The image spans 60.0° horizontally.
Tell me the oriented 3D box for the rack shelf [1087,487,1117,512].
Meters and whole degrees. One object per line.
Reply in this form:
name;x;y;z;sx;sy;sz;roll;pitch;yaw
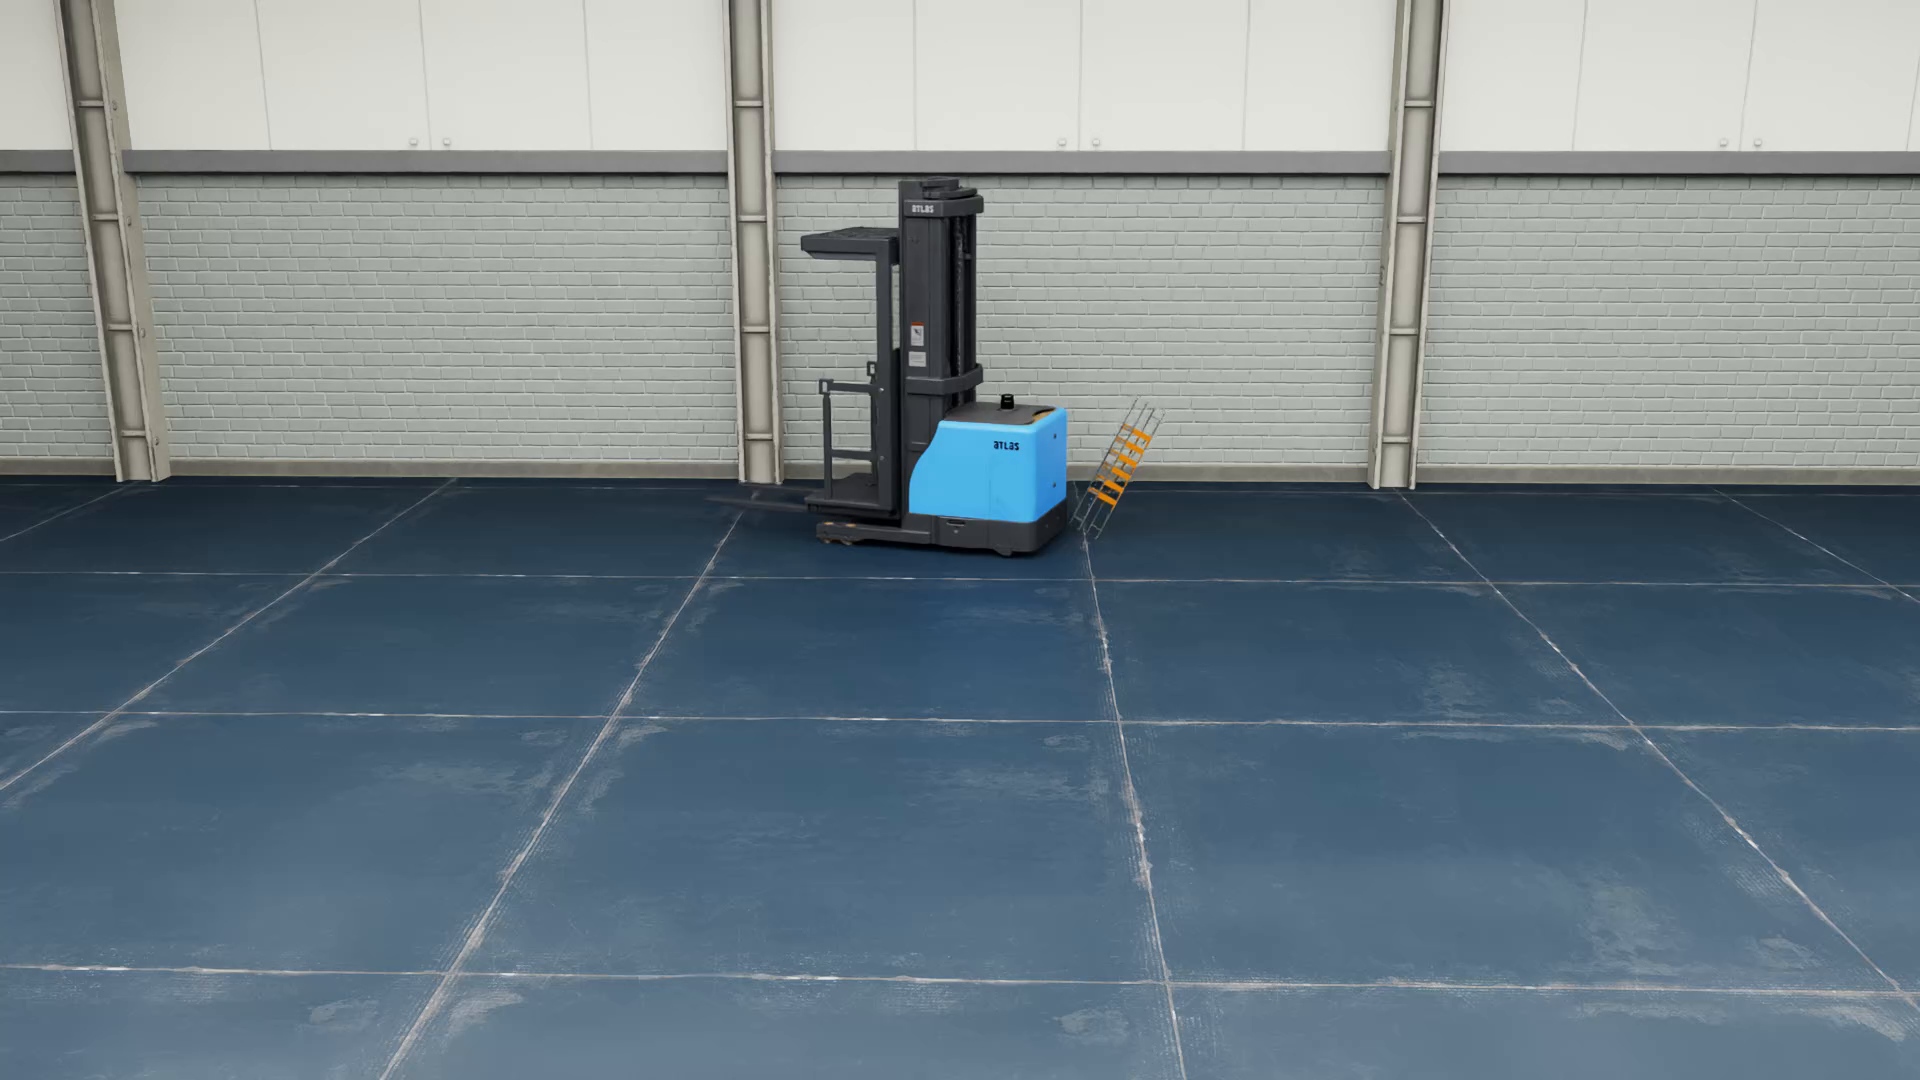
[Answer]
rack shelf;1.175;-0.347;13.891;0.180;0.103;0.258;26;6;-21

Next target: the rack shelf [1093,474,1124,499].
rack shelf;1.231;-0.453;13.879;0.180;0.103;0.258;26;6;-21

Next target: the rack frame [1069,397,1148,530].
rack frame;1.232;-0.635;13.831;0.006;1.200;0.240;26;6;-21

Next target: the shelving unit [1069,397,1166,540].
shelving unit;1.308;-0.597;13.864;0.189;1.200;0.258;26;6;-21

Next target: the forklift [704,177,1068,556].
forklift;-0.664;-1.501;13.785;3.031;2.935;1.130;5;16;19

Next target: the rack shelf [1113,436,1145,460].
rack shelf;1.400;-0.769;13.846;0.180;0.103;0.258;26;6;-21

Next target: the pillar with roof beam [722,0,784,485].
pillar with roof beam;-2.012;-3.814;10.655;0.400;9.000;9.100;0;15;1

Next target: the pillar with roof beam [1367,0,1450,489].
pillar with roof beam;3.986;-3.775;10.507;0.400;9.000;9.100;0;15;1

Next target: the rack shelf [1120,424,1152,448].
rack shelf;1.456;-0.874;13.835;0.180;0.103;0.258;26;6;-21

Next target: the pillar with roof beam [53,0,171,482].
pillar with roof beam;-8.010;-3.853;10.803;0.400;9.000;9.100;0;15;1

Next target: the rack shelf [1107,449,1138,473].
rack shelf;1.344;-0.664;13.857;0.180;0.103;0.258;26;6;-21

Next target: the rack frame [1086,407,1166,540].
rack frame;1.385;-0.560;13.897;0.006;1.200;0.240;26;6;-21

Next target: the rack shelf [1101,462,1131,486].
rack shelf;1.287;-0.558;13.868;0.180;0.103;0.258;26;6;-21
